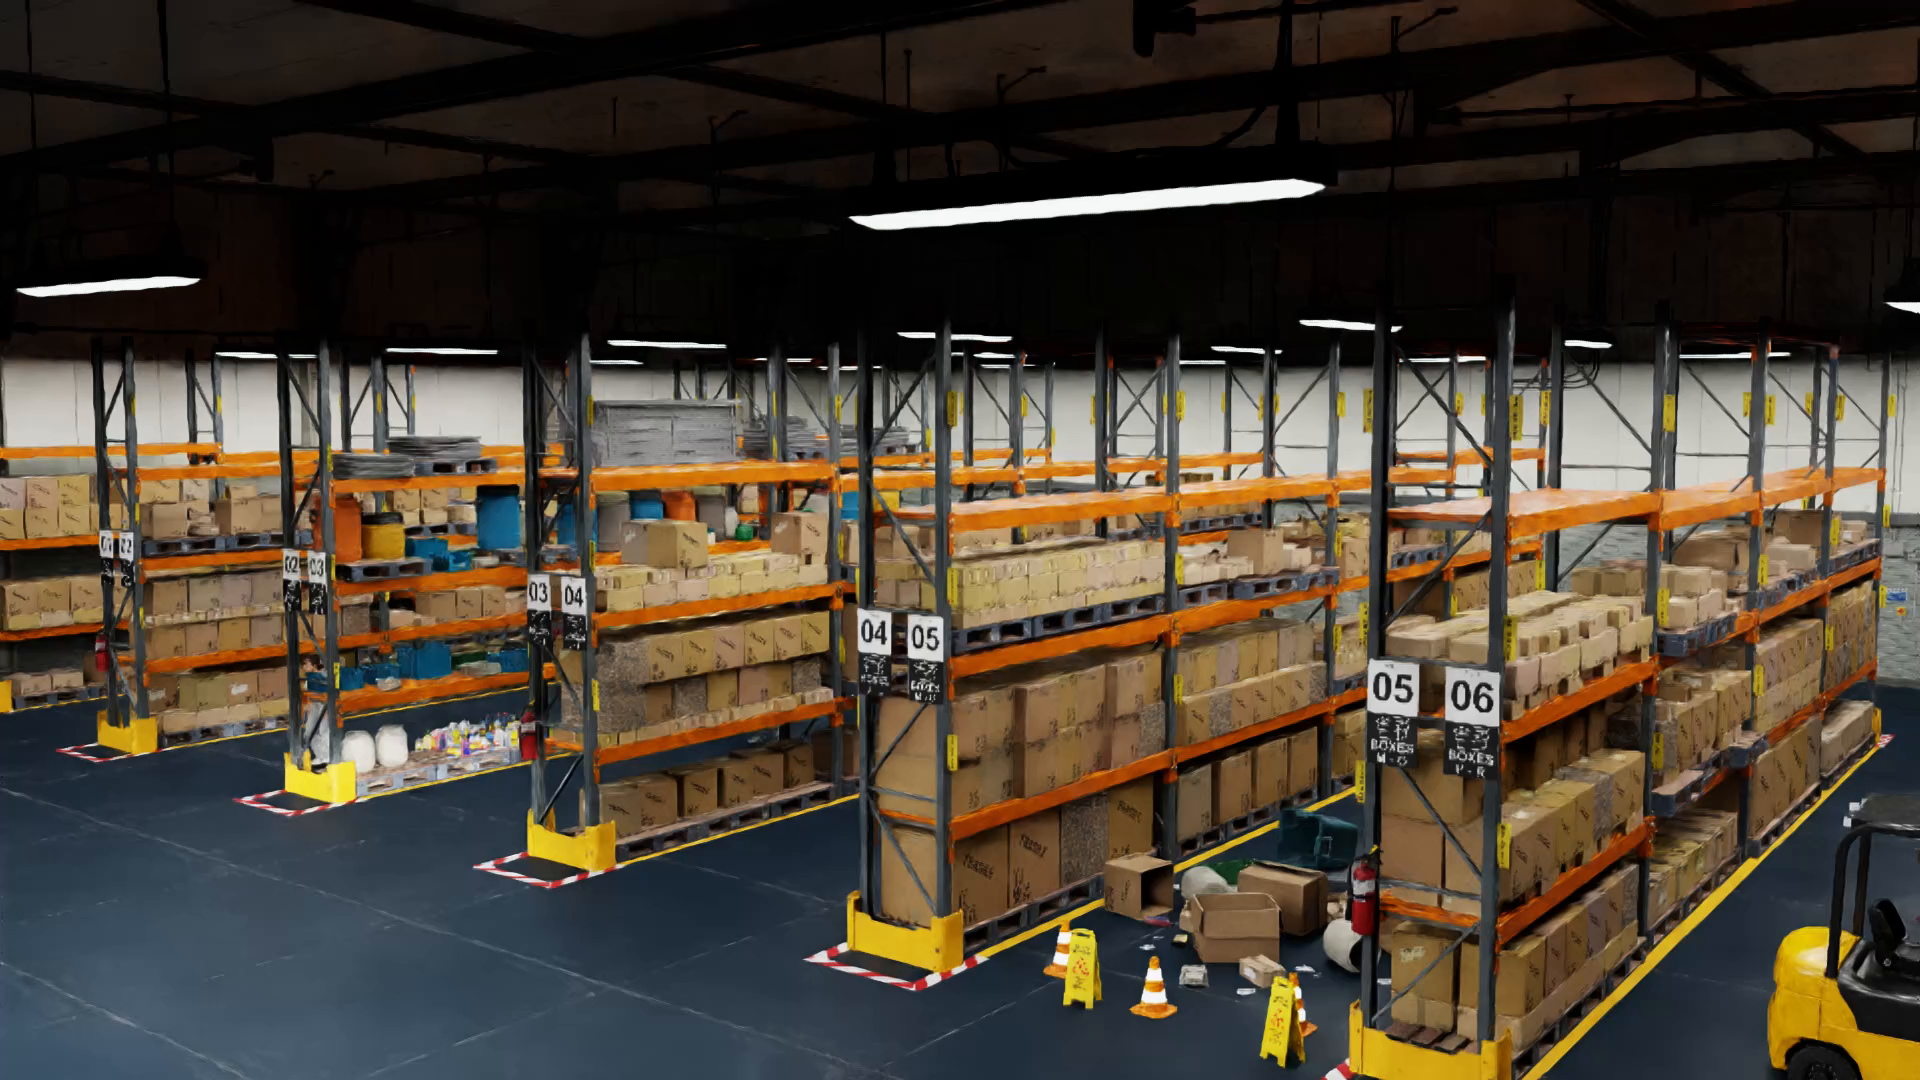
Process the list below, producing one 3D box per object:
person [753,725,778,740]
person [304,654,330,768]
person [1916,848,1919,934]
[{"bbox_3d":[-2.938,2.195,24.498,0.639,1.566,0.492,4,6,36],"label":"person"},{"bbox_3d":[-8.840,2.362,23.033,0.580,1.617,0.507,4,6,36],"label":"person"},{"bbox_3d":[9.421,2.950,15.967,0.557,1.646,0.528,-2,5,-24],"label":"person"}]
